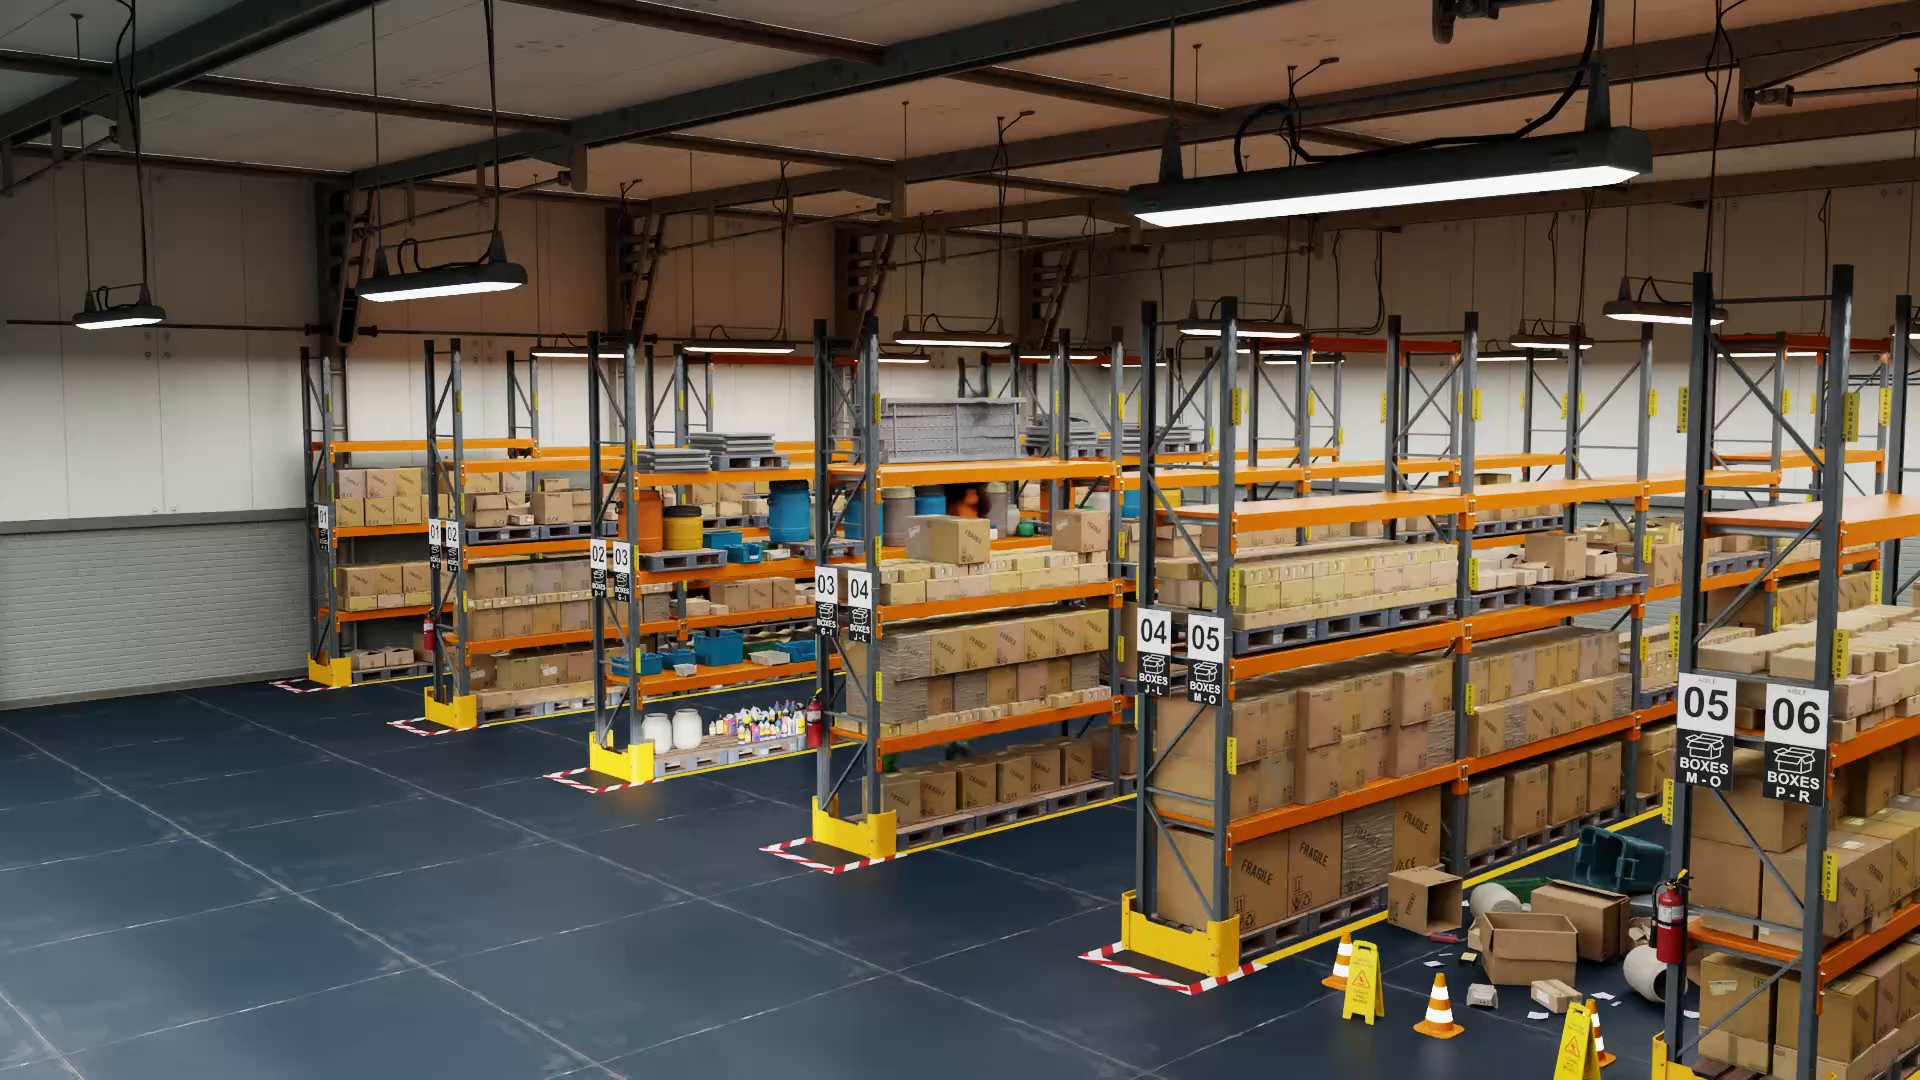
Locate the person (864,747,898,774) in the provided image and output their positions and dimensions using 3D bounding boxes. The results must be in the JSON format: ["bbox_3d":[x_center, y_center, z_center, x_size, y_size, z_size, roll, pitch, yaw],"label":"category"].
[{"bbox_3d":[-0.958,2.444,21.005,0.651,1.739,0.583,4,6,39],"label":"person"}]

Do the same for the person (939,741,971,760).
[{"bbox_3d":[-0.056,2.337,21.957,0.700,1.737,0.801,4,6,38],"label":"person"}]

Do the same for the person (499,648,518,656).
[{"bbox_3d":[-7.743,1.825,28.737,0.555,1.672,0.711,4,6,36],"label":"person"}]
